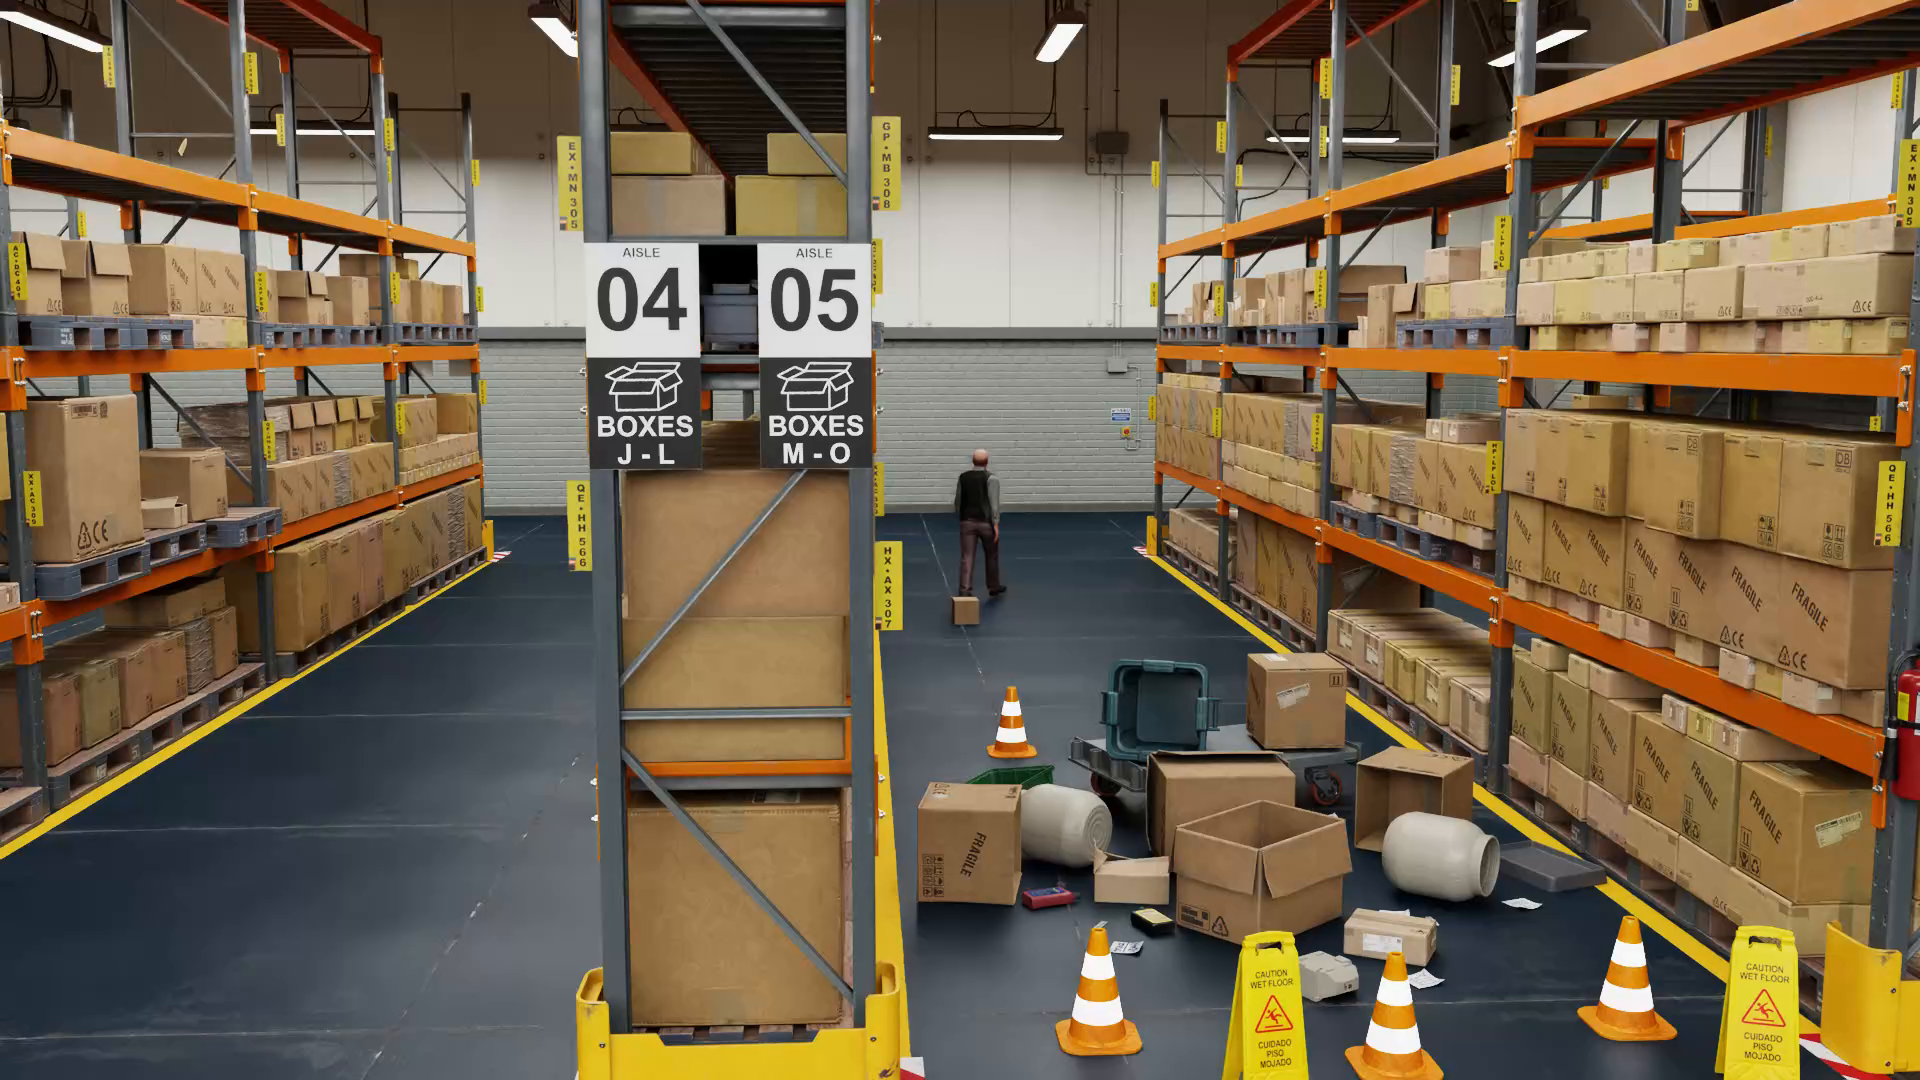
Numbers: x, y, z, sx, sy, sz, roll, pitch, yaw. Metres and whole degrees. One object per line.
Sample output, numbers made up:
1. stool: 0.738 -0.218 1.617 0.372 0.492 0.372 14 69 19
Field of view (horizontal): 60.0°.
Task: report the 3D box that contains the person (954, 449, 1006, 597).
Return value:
1. person: 0.203 -0.171 18.330 0.565 1.661 1.056 2 7 17
